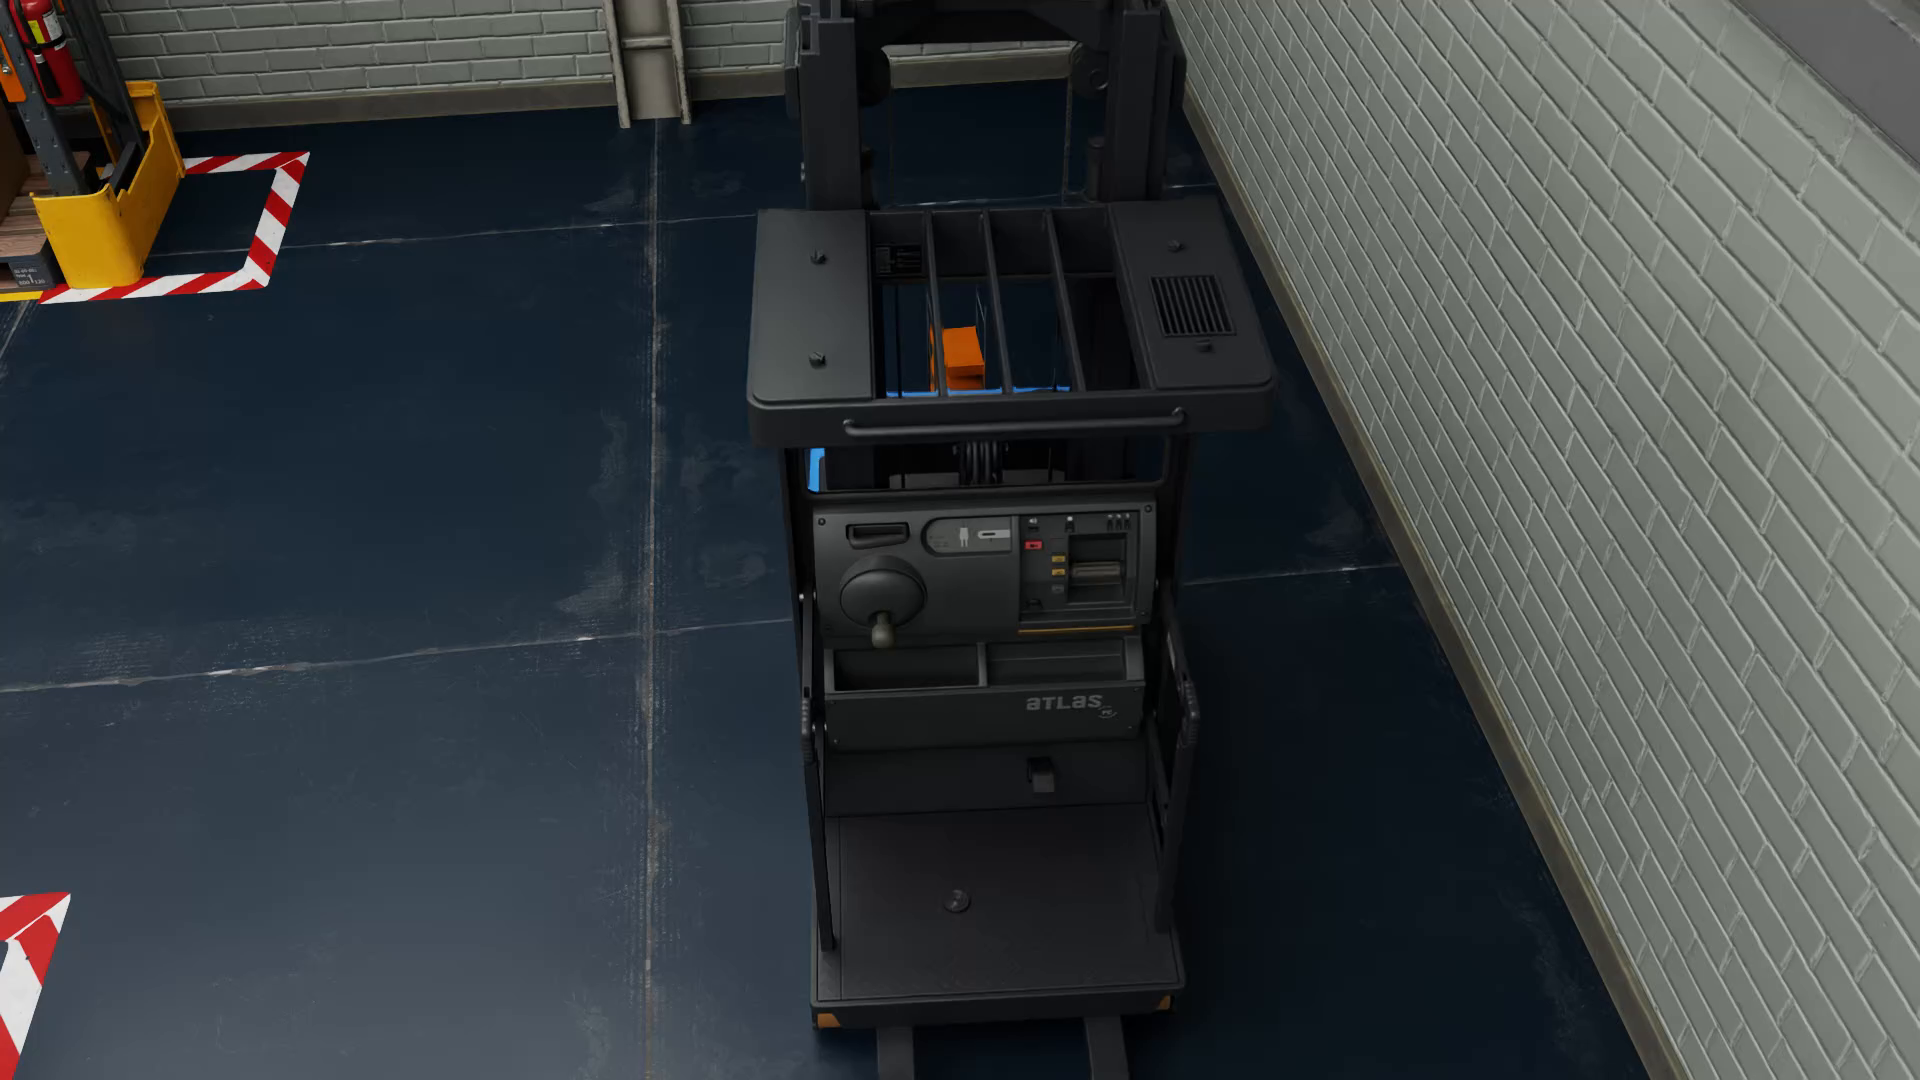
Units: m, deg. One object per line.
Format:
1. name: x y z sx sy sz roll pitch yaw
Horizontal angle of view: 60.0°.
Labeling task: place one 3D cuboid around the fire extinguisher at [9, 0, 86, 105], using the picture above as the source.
1. fire extinguisher: -4.078 -2.269 7.363 0.183 0.674 0.296 -5 42 -6

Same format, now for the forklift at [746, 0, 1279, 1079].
1. forklift: 0.086 0.169 4.374 1.130 2.935 3.031 -2 42 -3

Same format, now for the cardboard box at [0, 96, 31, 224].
1. cardboard box: -4.969 -1.831 8.093 0.500 0.500 0.700 -5 42 -6

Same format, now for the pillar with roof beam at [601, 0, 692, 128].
1. pillar with roof beam: -1.165 -2.908 3.255 0.400 9.000 9.100 -5 42 -6

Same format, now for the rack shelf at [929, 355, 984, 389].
1. rack shelf: -0.014 -0.589 6.216 0.180 0.103 0.258 -5 42 -6

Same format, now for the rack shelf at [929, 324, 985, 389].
1. rack shelf: -0.014 -0.679 6.135 0.180 0.103 0.258 -5 42 -6

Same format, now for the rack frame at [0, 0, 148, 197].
1. rack frame: -4.288 -2.730 7.537 0.127 3.000 1.000 -5 42 -6

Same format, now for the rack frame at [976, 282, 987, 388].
1. rack frame: 0.076 -0.452 6.356 0.006 1.200 0.240 -5 42 -6

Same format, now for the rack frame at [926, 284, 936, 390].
1. rack frame: -0.105 -0.436 6.338 0.006 1.200 0.240 -5 42 -6

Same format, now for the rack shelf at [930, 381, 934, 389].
1. rack shelf: -0.014 -0.500 6.296 0.180 0.103 0.258 -5 42 -6

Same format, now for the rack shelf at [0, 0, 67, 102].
1. rack shelf: -6.271 -2.289 7.586 4.000 0.370 1.077 -5 42 -6

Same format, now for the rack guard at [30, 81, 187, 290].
1. rack guard: -4.264 -1.804 8.377 0.348 0.500 1.175 -5 42 -6

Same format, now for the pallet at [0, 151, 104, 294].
1. pallet: -5.071 -1.573 8.337 1.213 0.211 1.003 -5 42 -6

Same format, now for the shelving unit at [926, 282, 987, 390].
1. shelving unit: -0.014 -0.444 6.347 0.189 1.200 0.258 -5 42 -6
